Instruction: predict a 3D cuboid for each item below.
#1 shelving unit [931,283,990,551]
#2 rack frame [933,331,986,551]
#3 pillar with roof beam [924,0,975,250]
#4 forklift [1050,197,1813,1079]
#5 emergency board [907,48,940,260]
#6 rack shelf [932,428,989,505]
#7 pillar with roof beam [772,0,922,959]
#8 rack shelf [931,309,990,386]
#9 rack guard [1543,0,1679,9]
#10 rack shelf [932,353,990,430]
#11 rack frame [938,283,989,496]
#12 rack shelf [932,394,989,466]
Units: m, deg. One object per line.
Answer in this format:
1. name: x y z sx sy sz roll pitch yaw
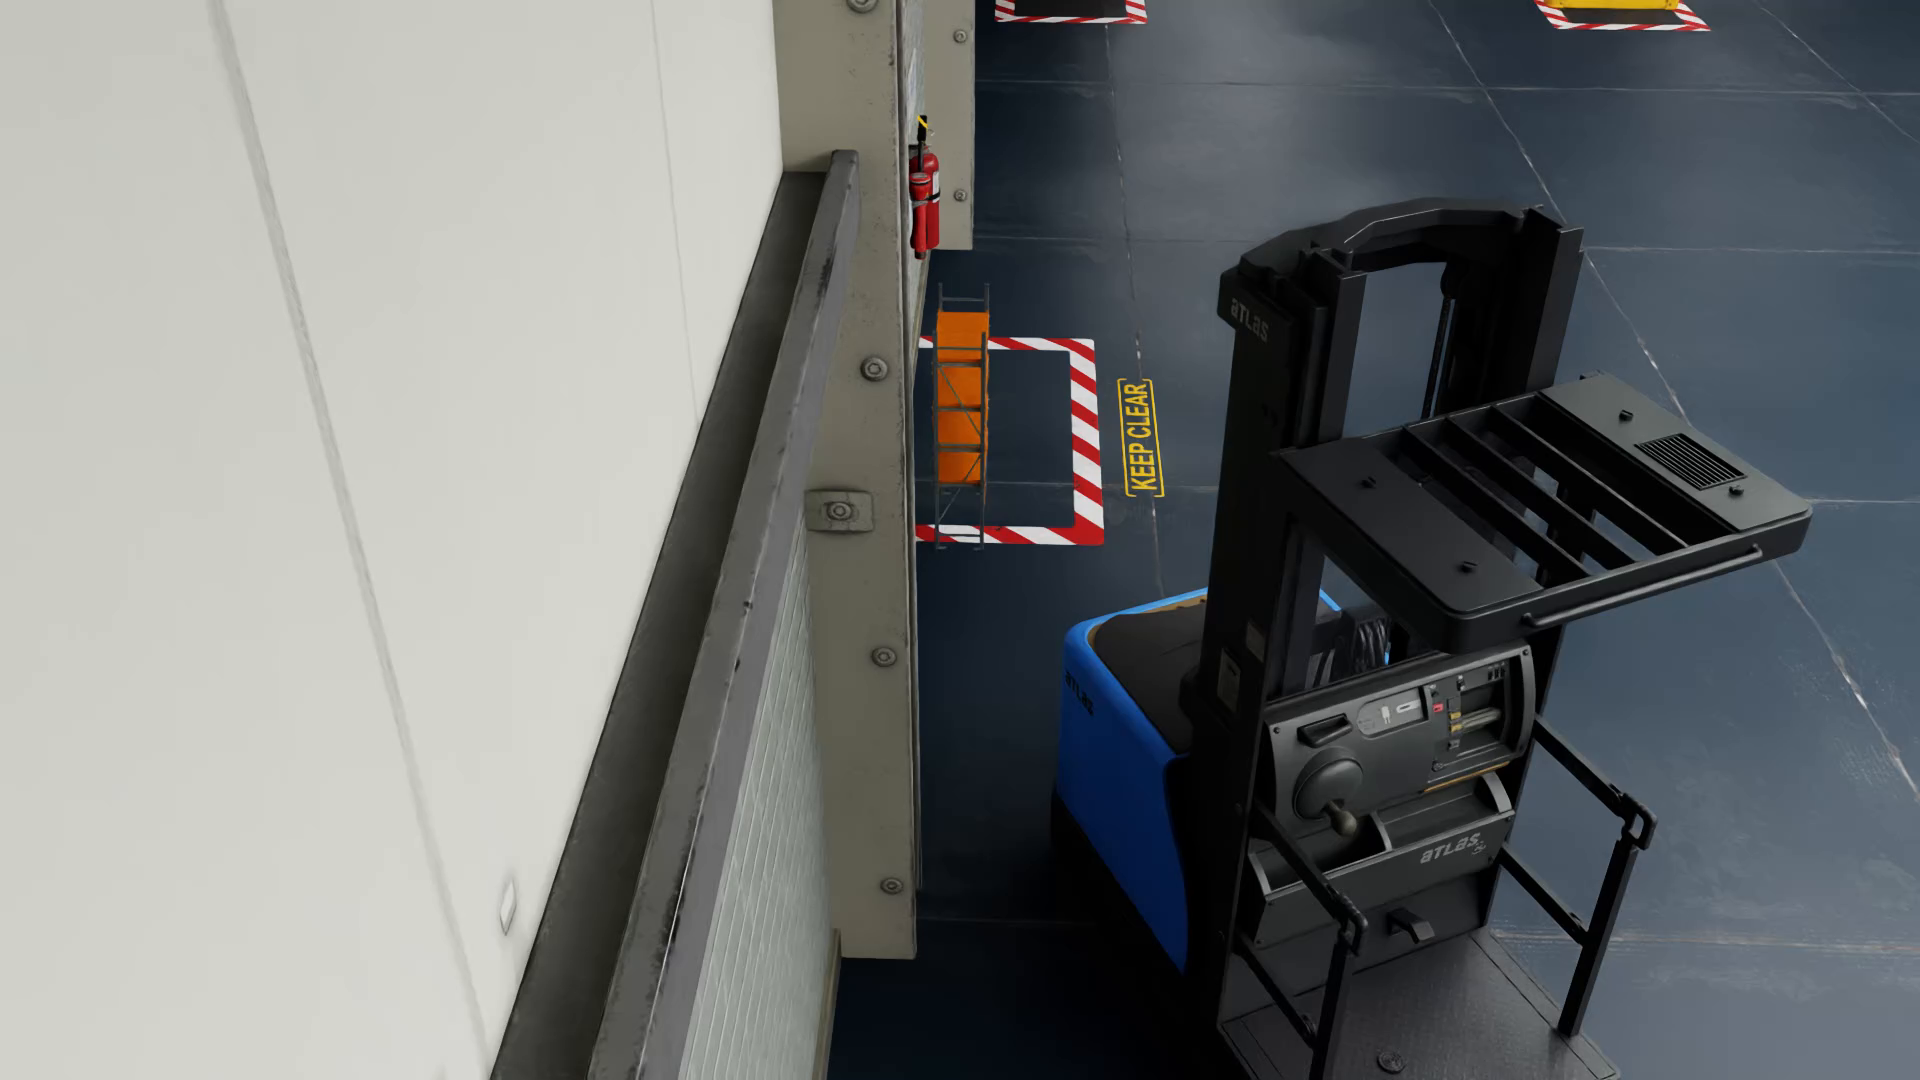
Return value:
1. shelving unit: 0.007 -0.586 8.040 0.258 1.200 0.503 1 35 2
2. rack frame: -0.003 -0.446 7.841 0.240 1.200 0.015 1 35 2
3. pillar with roof beam: 4.234 -5.616 8.415 9.100 9.000 0.400 1 35 2
4. forklift: 1.404 0.652 4.773 1.130 2.935 3.031 -14 37 -19
5. emergency board: -0.205 -1.842 8.263 0.194 1.169 0.643 1 35 2
6. rack shelf: 0.007 -0.368 8.193 0.258 0.148 0.480 1 35 2
7. pillar with roof beam: 3.993 -2.169 3.510 9.100 9.000 0.400 1 35 2
8. rack shelf: 0.007 -0.907 7.814 0.258 0.148 0.480 1 35 2
9. rack guard: 5.959 -5.138 15.125 1.175 0.500 0.348 1 35 2
10. rack shelf: 0.007 -0.714 7.950 0.258 0.148 0.480 1 35 2
11. rack frame: 0.016 -0.726 8.240 0.240 1.200 0.015 1 35 2
12. rack shelf: 0.007 -0.531 8.079 0.258 0.148 0.480 1 35 2
